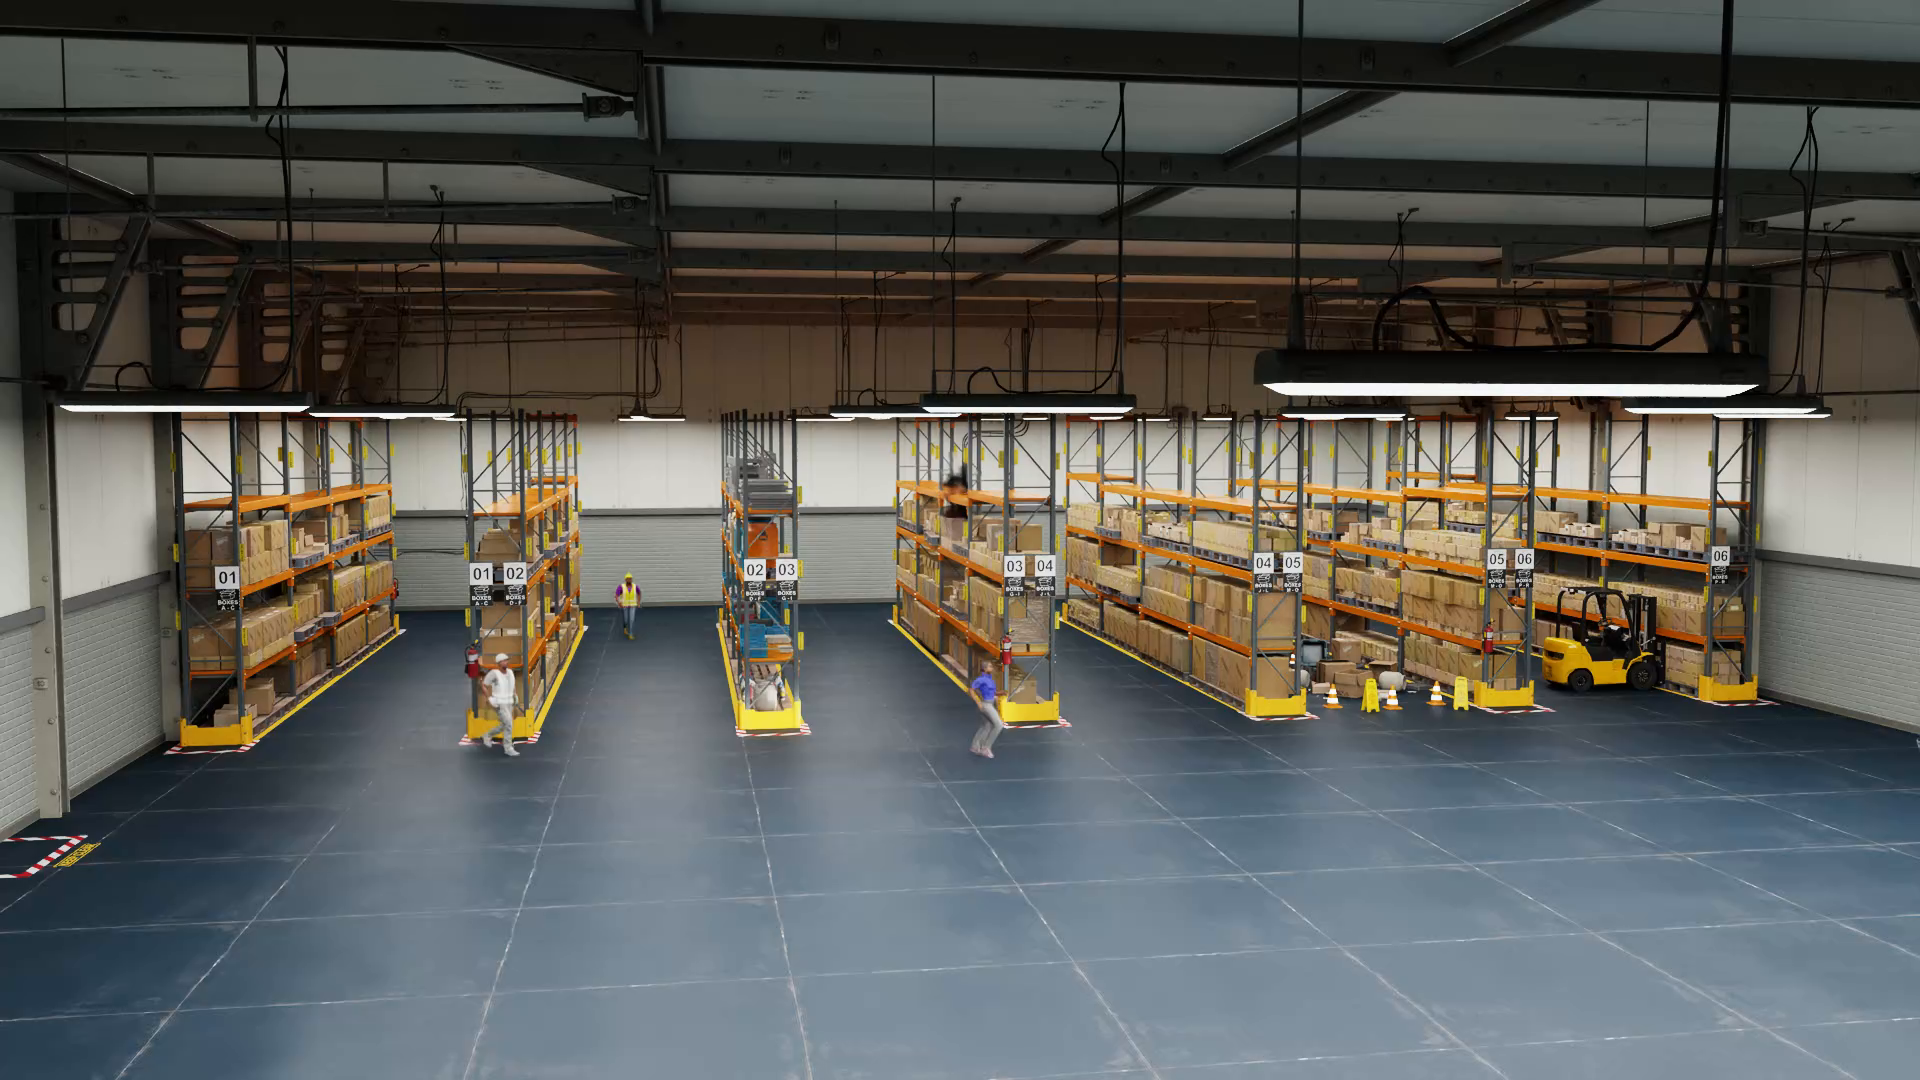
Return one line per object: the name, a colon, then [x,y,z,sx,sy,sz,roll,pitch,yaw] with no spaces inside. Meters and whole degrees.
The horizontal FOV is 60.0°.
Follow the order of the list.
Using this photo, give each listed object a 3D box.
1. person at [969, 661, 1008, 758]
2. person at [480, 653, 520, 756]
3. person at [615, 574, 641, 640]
person: [0.484,2.908,28.573,0.697,1.669,0.545,1,4,15]
person: [-7.960,2.845,28.862,0.845,1.765,0.704,2,4,23]
person: [-8.845,1.770,44.381,0.705,1.738,0.706,-1,4,-18]
